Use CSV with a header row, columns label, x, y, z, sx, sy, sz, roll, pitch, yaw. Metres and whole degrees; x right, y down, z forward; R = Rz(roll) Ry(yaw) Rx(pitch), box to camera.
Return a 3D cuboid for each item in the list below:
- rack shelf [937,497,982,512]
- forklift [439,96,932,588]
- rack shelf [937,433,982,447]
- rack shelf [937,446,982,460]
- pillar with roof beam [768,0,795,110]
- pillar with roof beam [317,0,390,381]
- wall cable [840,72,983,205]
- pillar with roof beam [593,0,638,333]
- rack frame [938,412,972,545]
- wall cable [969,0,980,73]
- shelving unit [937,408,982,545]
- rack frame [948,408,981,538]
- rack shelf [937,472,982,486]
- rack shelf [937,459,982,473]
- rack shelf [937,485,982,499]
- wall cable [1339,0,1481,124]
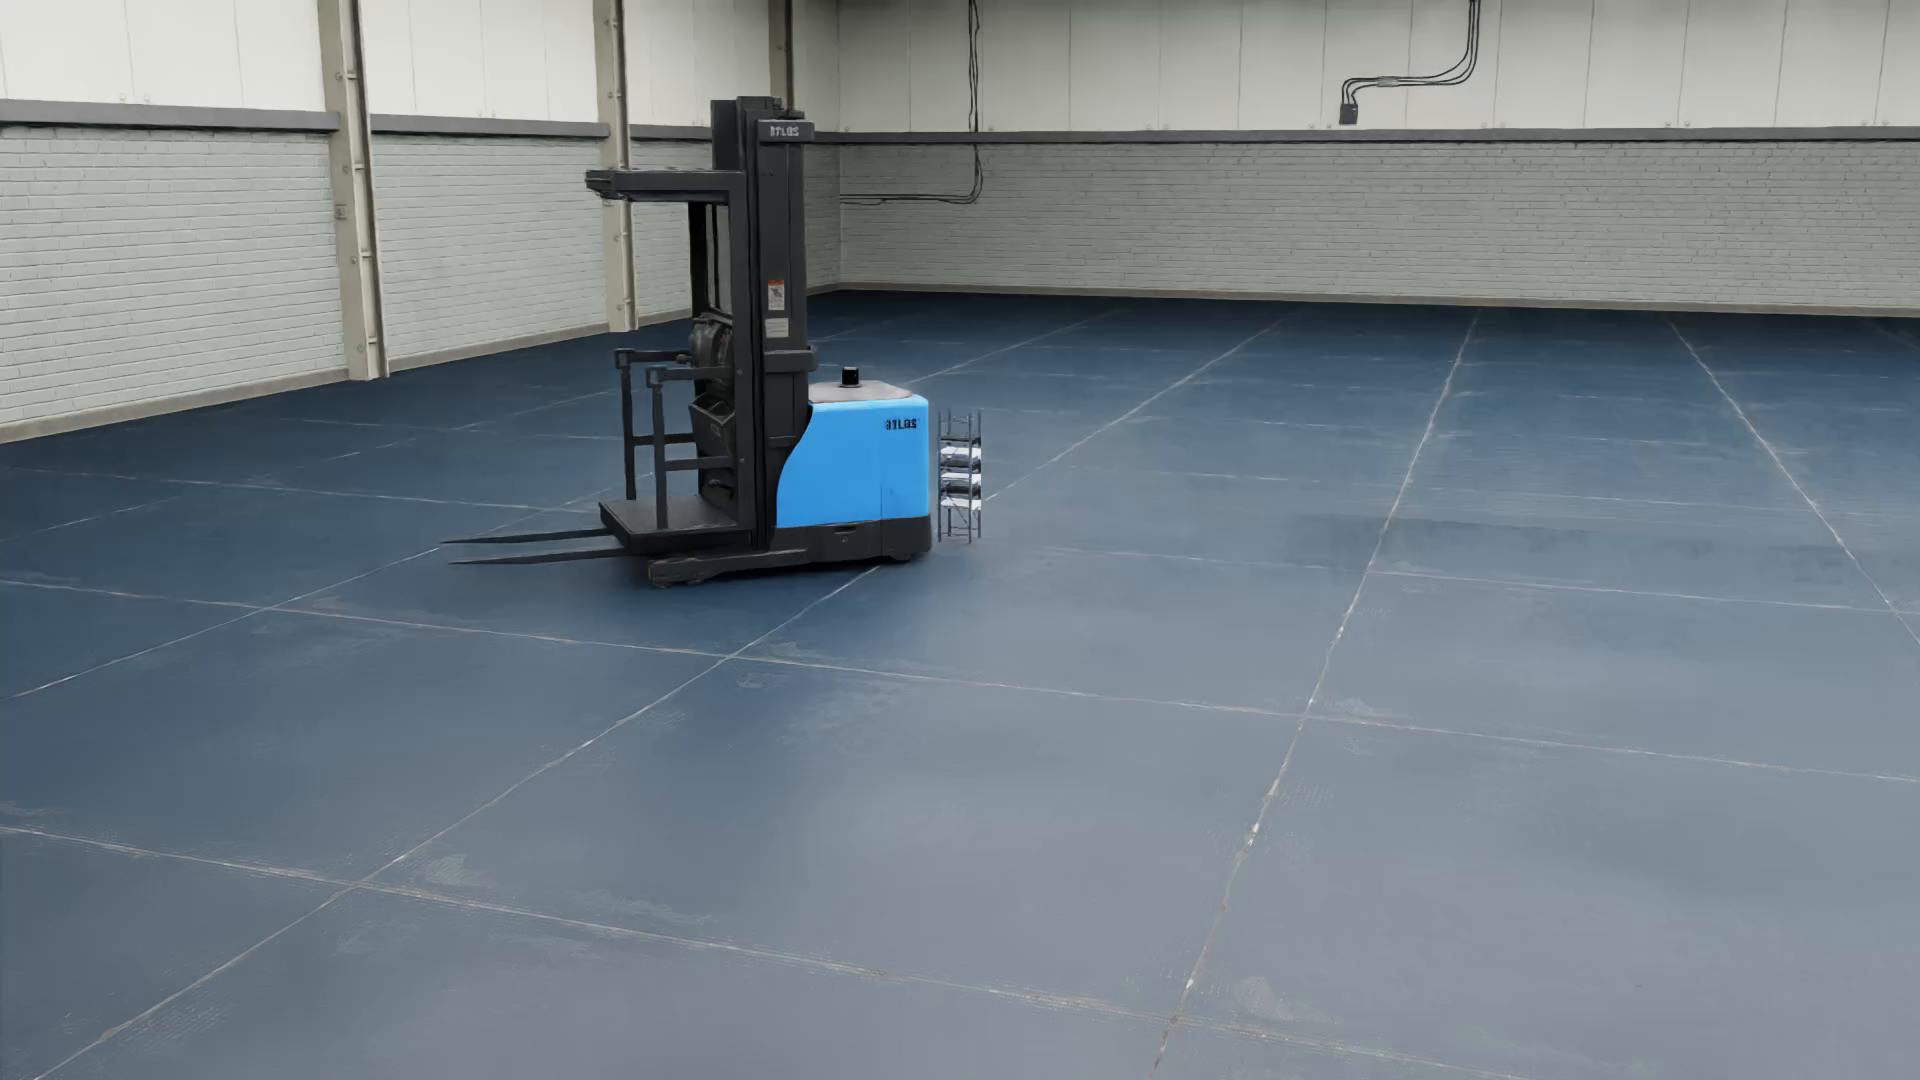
label,x,y,z,sx,sy,sz,roll,pitch,yaw
rack shelf,-0.003,-0.229,11.428,0.258,0.077,0.200,4,14,18
forklift,-1.756,-1.269,10.461,3.031,2.935,1.130,-5,14,-21
rack shelf,-0.003,-0.668,11.328,0.258,0.077,0.200,4,14,18
rack shelf,-0.003,-0.580,11.348,0.258,0.077,0.200,4,14,18
pillar with roof beam,0.837,-8.552,28.732,9.100,9.000,0.400,4,14,18
pillar with roof beam,-3.045,-6.025,17.662,9.100,9.000,0.400,4,14,18
wall cable,-1.032,-7.873,32.736,3.097,2.526,0.112,4,14,18
pillar with roof beam,-1.104,-7.288,23.197,9.100,9.000,0.400,4,14,18
rack frame,-0.036,-0.416,11.287,0.240,0.900,0.006,4,14,18
wall cable,1.528,-10.140,31.320,3.097,2.526,0.112,4,14,18
shelving unit,-0.003,-0.437,11.380,0.258,0.900,0.210,4,14,18
rack frame,0.030,-0.458,11.474,0.240,0.900,0.006,4,14,18
rack shelf,-0.003,-0.405,11.388,0.258,0.077,0.200,4,14,18
rack shelf,-0.003,-0.492,11.368,0.258,0.077,0.200,4,14,18
rack shelf,-0.003,-0.317,11.408,0.258,0.077,0.200,4,14,18
wall cable,7.946,-10.358,29.003,2.305,6.003,0.169,4,14,18
